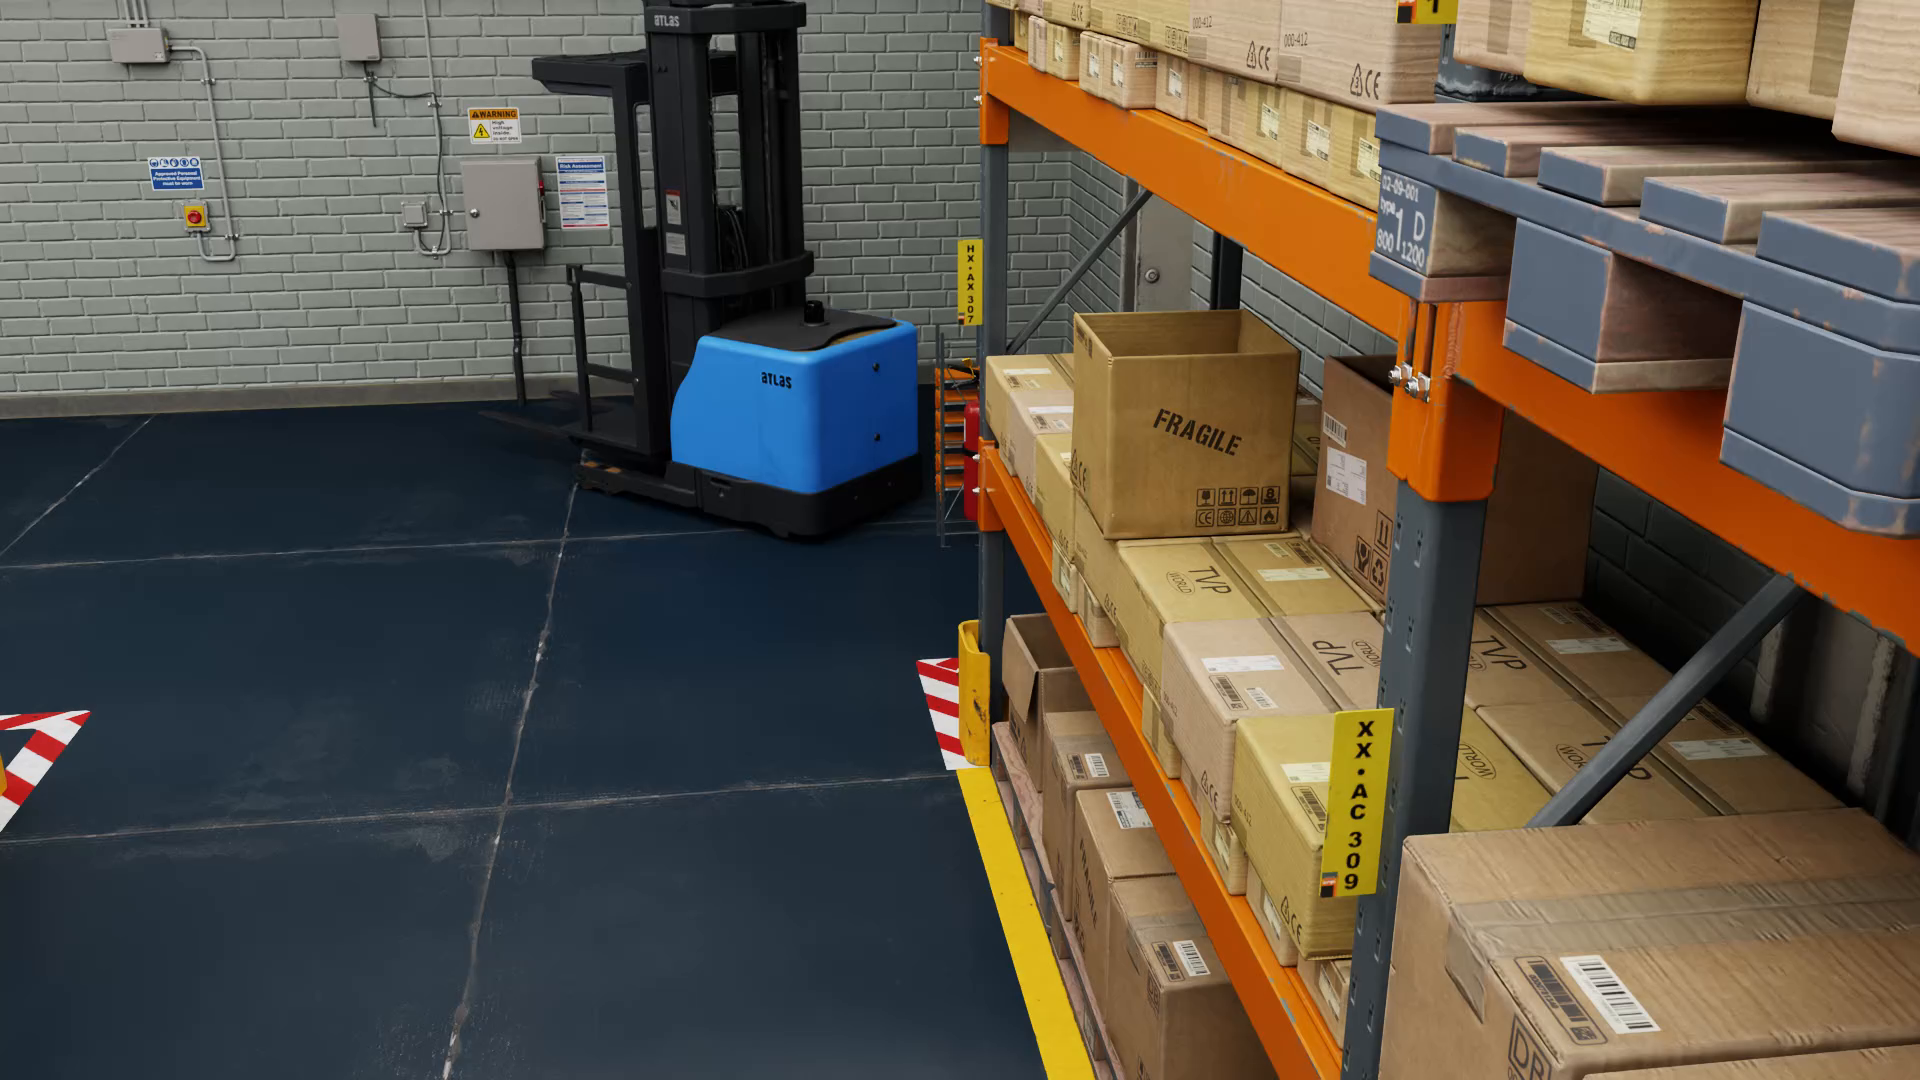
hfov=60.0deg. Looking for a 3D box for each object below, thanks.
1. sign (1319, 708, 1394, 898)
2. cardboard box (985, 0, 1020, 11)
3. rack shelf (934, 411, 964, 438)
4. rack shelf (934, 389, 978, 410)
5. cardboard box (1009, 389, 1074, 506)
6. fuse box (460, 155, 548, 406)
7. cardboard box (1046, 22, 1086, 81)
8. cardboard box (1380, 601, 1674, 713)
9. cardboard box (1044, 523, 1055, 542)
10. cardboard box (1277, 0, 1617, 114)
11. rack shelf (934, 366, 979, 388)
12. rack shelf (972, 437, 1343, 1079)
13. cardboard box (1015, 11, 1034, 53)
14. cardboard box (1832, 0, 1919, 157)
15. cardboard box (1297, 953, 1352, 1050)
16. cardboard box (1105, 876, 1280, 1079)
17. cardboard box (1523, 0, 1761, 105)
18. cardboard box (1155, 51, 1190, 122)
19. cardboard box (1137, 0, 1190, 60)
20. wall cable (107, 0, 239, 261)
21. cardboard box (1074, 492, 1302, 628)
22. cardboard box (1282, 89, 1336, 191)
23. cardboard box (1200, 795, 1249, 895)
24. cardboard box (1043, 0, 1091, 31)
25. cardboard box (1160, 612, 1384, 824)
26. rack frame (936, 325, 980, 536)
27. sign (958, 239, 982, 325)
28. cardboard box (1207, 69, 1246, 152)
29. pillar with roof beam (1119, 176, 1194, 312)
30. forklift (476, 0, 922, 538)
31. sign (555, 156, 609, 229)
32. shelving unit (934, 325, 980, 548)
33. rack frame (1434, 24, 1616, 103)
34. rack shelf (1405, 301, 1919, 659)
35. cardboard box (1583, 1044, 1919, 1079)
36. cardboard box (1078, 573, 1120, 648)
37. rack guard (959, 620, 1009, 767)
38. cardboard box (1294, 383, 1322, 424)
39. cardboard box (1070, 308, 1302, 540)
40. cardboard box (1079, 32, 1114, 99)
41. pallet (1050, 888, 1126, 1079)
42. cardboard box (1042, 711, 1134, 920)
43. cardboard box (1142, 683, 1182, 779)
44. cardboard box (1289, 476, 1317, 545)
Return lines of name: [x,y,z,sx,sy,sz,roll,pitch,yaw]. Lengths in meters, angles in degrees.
sign: [0.620,0.412,2.589,0.100,0.325,0.005,-3,21,-8]
cardboard box: [0.372,-1.904,5.530,0.500,0.250,0.500,-3,21,-8]
rack shelf: [0.002,-0.628,8.966,0.258,0.103,0.180,-3,21,-8]
rack shelf: [0.002,-0.740,8.924,0.258,0.103,0.180,-3,21,-8]
cardboard box: [0.451,-0.321,5.578,0.500,0.250,0.500,-3,21,-7]
fuse box: [-3.069,-1.749,11.453,0.539,1.711,0.414,-3,21,-8]
cardboard box: [0.458,-1.402,4.754,0.380,0.149,0.250,-3,21,-8]
cardboard box: [1.272,0.360,3.754,0.500,0.250,0.500,-3,21,-8]
cardboard box: [0.485,-0.086,5.520,0.380,0.149,0.250,-2,21,-6]
cardboard box: [0.838,-0.841,2.683,0.500,0.250,0.500,-3,21,-8]
rack shelf: [0.002,-0.853,8.882,0.258,0.103,0.180,-3,21,-8]
rack shelf: [0.867,0.432,4.800,1.077,0.370,4.000,-3,21,-8]
cardboard box: [0.395,-1.763,5.721,0.380,0.149,0.250,-2,21,-7]
cardboard box: [0.893,-0.354,1.206,0.380,0.149,0.250,-3,21,-7]
cardboard box: [0.860,0.808,3.126,0.380,0.149,0.250,-3,21,-7]
cardboard box: [0.808,1.251,4.553,0.700,0.500,0.500,-4,21,-10]
cardboard box: [0.808,-0.529,1.673,0.380,0.149,0.250,-3,21,-7]
cardboard box: [0.666,-1.054,3.823,0.380,0.149,0.250,-3,21,-7]
cardboard box: [0.690,-1.199,3.640,0.500,0.250,0.500,-2,21,-7]
wall cable: [-5.168,-2.787,10.895,0.585,1.953,0.123,-3,21,-8]
cardboard box: [0.622,0.030,4.638,0.500,0.250,0.500,-3,21,-9]
cardboard box: [0.779,-0.694,2.860,0.380,0.149,0.250,-3,21,-8]
cardboard box: [0.739,0.630,3.602,0.380,0.149,0.250,-2,21,-6]
cardboard box: [0.527,-1.551,4.585,0.500,0.250,0.500,-4,21,-9]
cardboard box: [0.754,0.382,3.696,0.500,0.250,0.500,-3,21,-8]
rack frame: [-0.011,-0.589,9.078,0.240,1.200,0.006,-3,21,-8]
sign: [0.042,-0.975,6.304,0.100,0.325,0.005,-3,21,-8]
cardboard box: [0.718,-0.873,3.339,0.380,0.149,0.250,-3,21,-8]
pillar with roof beam: [-3.178,-4.170,7.519,9.100,9.000,0.400,-3,21,-8]
forklift: [-1.719,-1.773,9.774,3.031,2.935,1.130,14,25,33]
sign: [-2.610,-2.404,11.502,0.329,0.494,0.001,-3,21,-8]
shelving unit: [0.002,-0.557,8.993,0.258,1.200,0.189,-3,21,-8]
rack frame: [1.155,-2.023,1.771,1.000,3.000,0.127,-3,21,-8]
rack shelf: [1.444,0.412,0.567,1.077,0.370,4.000,-3,21,-8]
cardboard box: [1.079,0.902,1.771,0.700,0.500,0.500,-3,21,-7]
cardboard box: [0.549,0.187,4.788,0.380,0.149,0.250,-2,21,-7]
rack guard: [0.590,0.600,6.895,1.175,0.500,0.348,-3,21,-8]
cardboard box: [0.981,-0.342,5.634,0.500,0.250,0.500,-3,21,-8]
cardboard box: [0.594,-0.328,4.524,0.500,0.500,0.500,-2,21,-6]
cardboard box: [0.520,-1.227,4.286,0.380,0.149,0.250,-3,21,-8]
pallet: [0.878,1.433,5.079,1.003,0.211,1.213,-3,21,-8]
cardboard box: [0.658,0.891,5.515,0.700,0.500,0.500,-2,21,-6]
cardboard box: [0.664,0.451,4.082,0.380,0.149,0.250,-3,21,-9]
cardboard box: [1.123,0.011,4.690,0.500,0.250,0.500,-3,21,-8]
